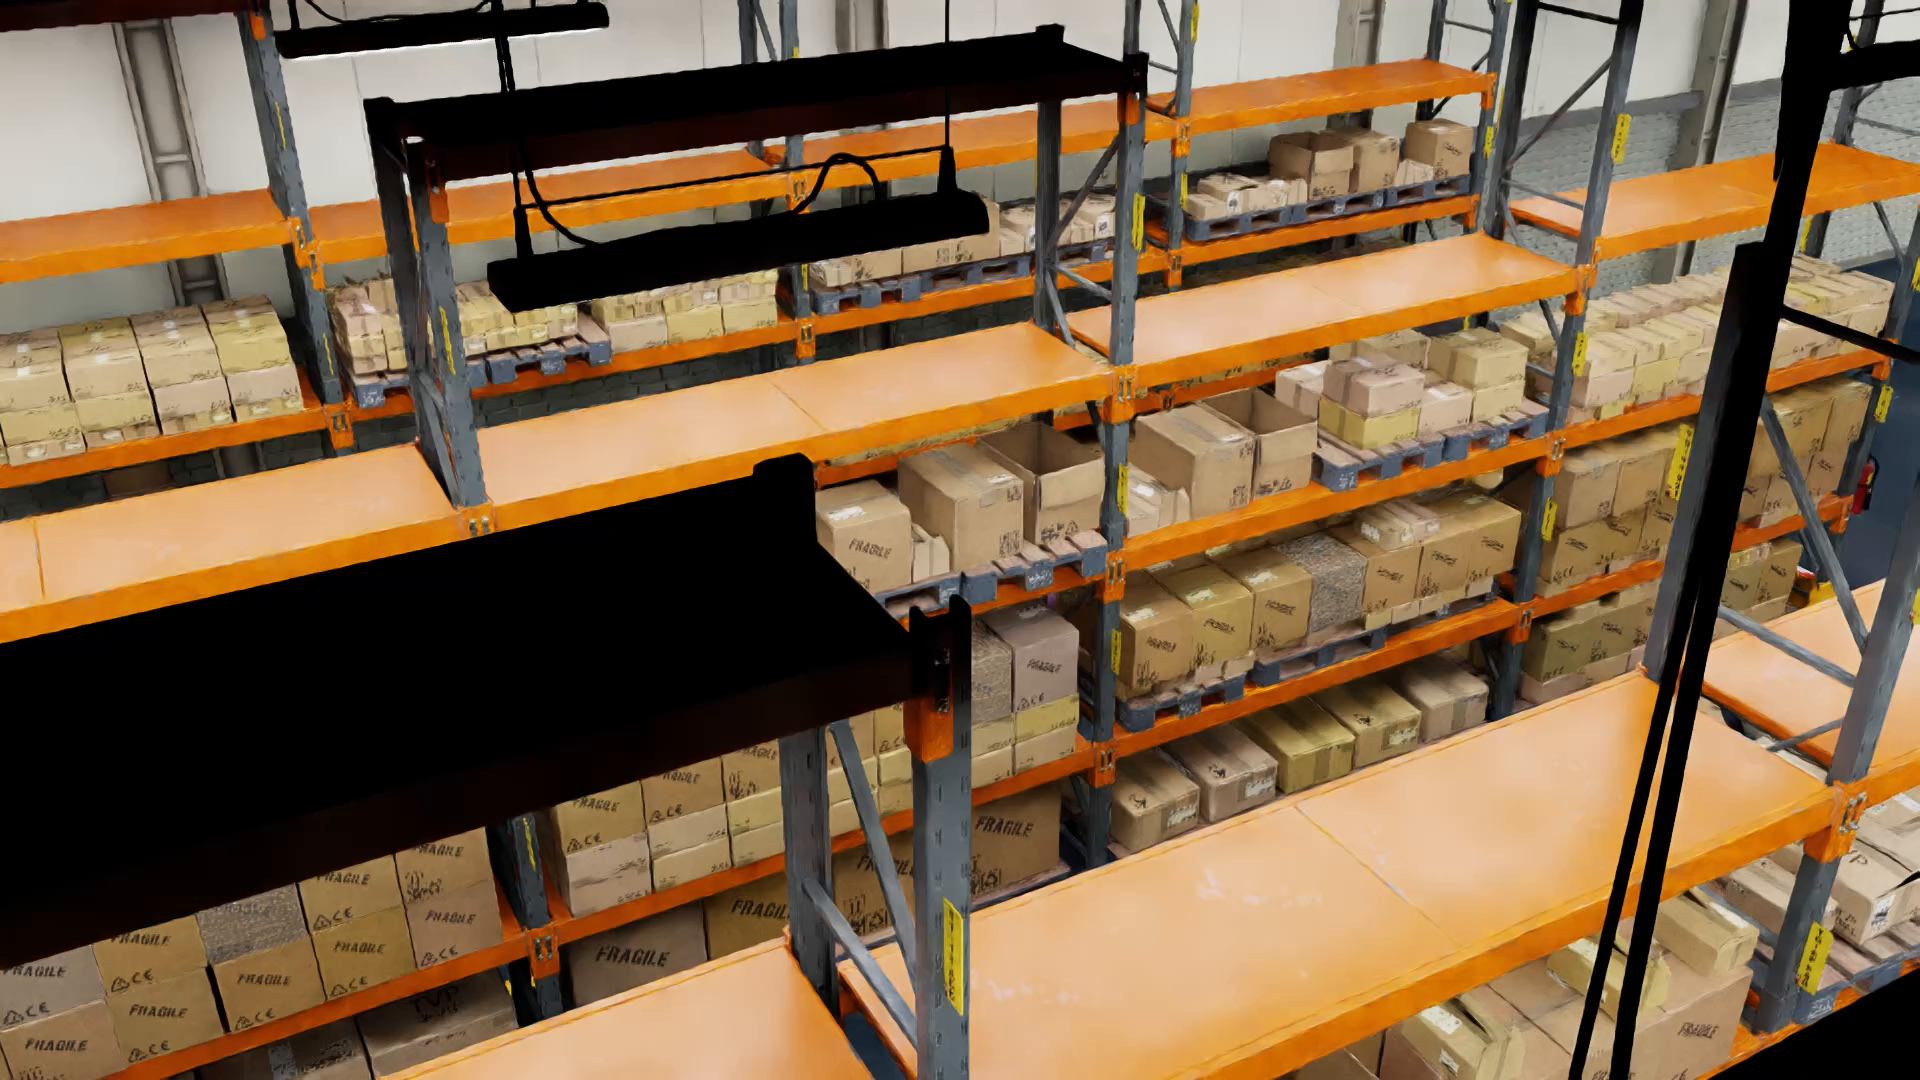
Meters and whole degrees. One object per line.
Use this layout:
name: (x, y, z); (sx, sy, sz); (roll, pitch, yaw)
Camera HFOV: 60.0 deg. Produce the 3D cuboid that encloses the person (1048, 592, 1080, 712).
person: (0.789, 0.784, 13.788); (0.523, 1.592, 0.527); (2, 28, 4)
